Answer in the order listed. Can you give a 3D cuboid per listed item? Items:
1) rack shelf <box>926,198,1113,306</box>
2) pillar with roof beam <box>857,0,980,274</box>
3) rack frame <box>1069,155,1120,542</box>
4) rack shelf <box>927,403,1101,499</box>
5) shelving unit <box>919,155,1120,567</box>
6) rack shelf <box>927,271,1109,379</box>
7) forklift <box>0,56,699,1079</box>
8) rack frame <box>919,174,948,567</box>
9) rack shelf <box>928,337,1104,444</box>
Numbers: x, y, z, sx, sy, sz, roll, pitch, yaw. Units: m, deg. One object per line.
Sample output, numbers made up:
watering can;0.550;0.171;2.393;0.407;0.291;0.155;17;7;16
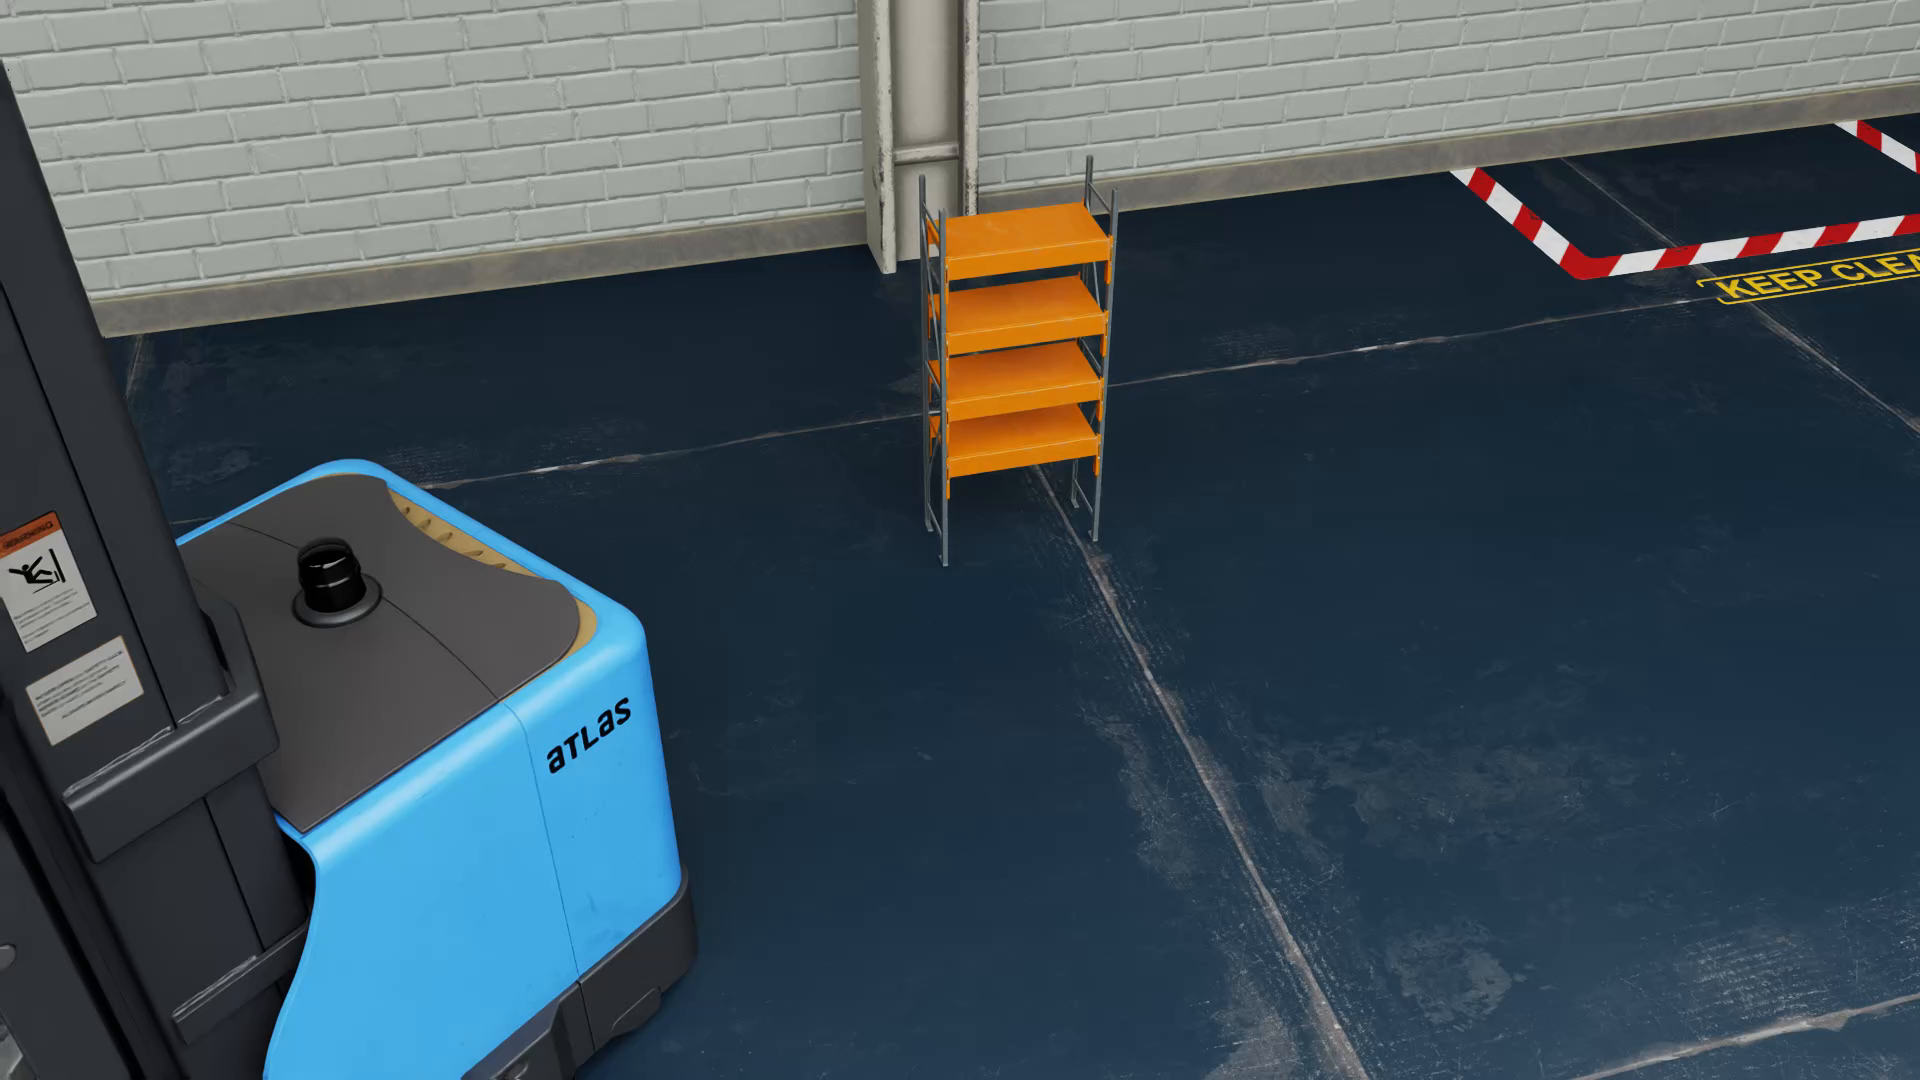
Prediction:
rack shelf;0.160;-0.815;4.681;0.480;0.148;0.258;-9;38;-12
pillar with roof beam;0.965;-2.233;0.762;0.400;9.000;9.100;-9;38;-12
rack frame;0.395;-0.541;4.970;0.015;1.200;0.240;-9;38;-12
rack shelf;0.160;-0.292;5.081;0.480;0.148;0.258;-9;38;-12
shelving unit;0.160;-0.503;4.920;0.503;1.200;0.258;-9;38;-12
rack shelf;0.160;-0.627;4.825;0.480;0.148;0.258;-9;38;-12
forklift;-1.917;0.365;2.361;1.130;2.935;3.031;26;44;29
rack frame;-0.076;-0.464;4.869;0.015;1.200;0.240;-9;38;-12
rack shelf;0.160;-0.449;4.961;0.480;0.148;0.258;-9;38;-12
